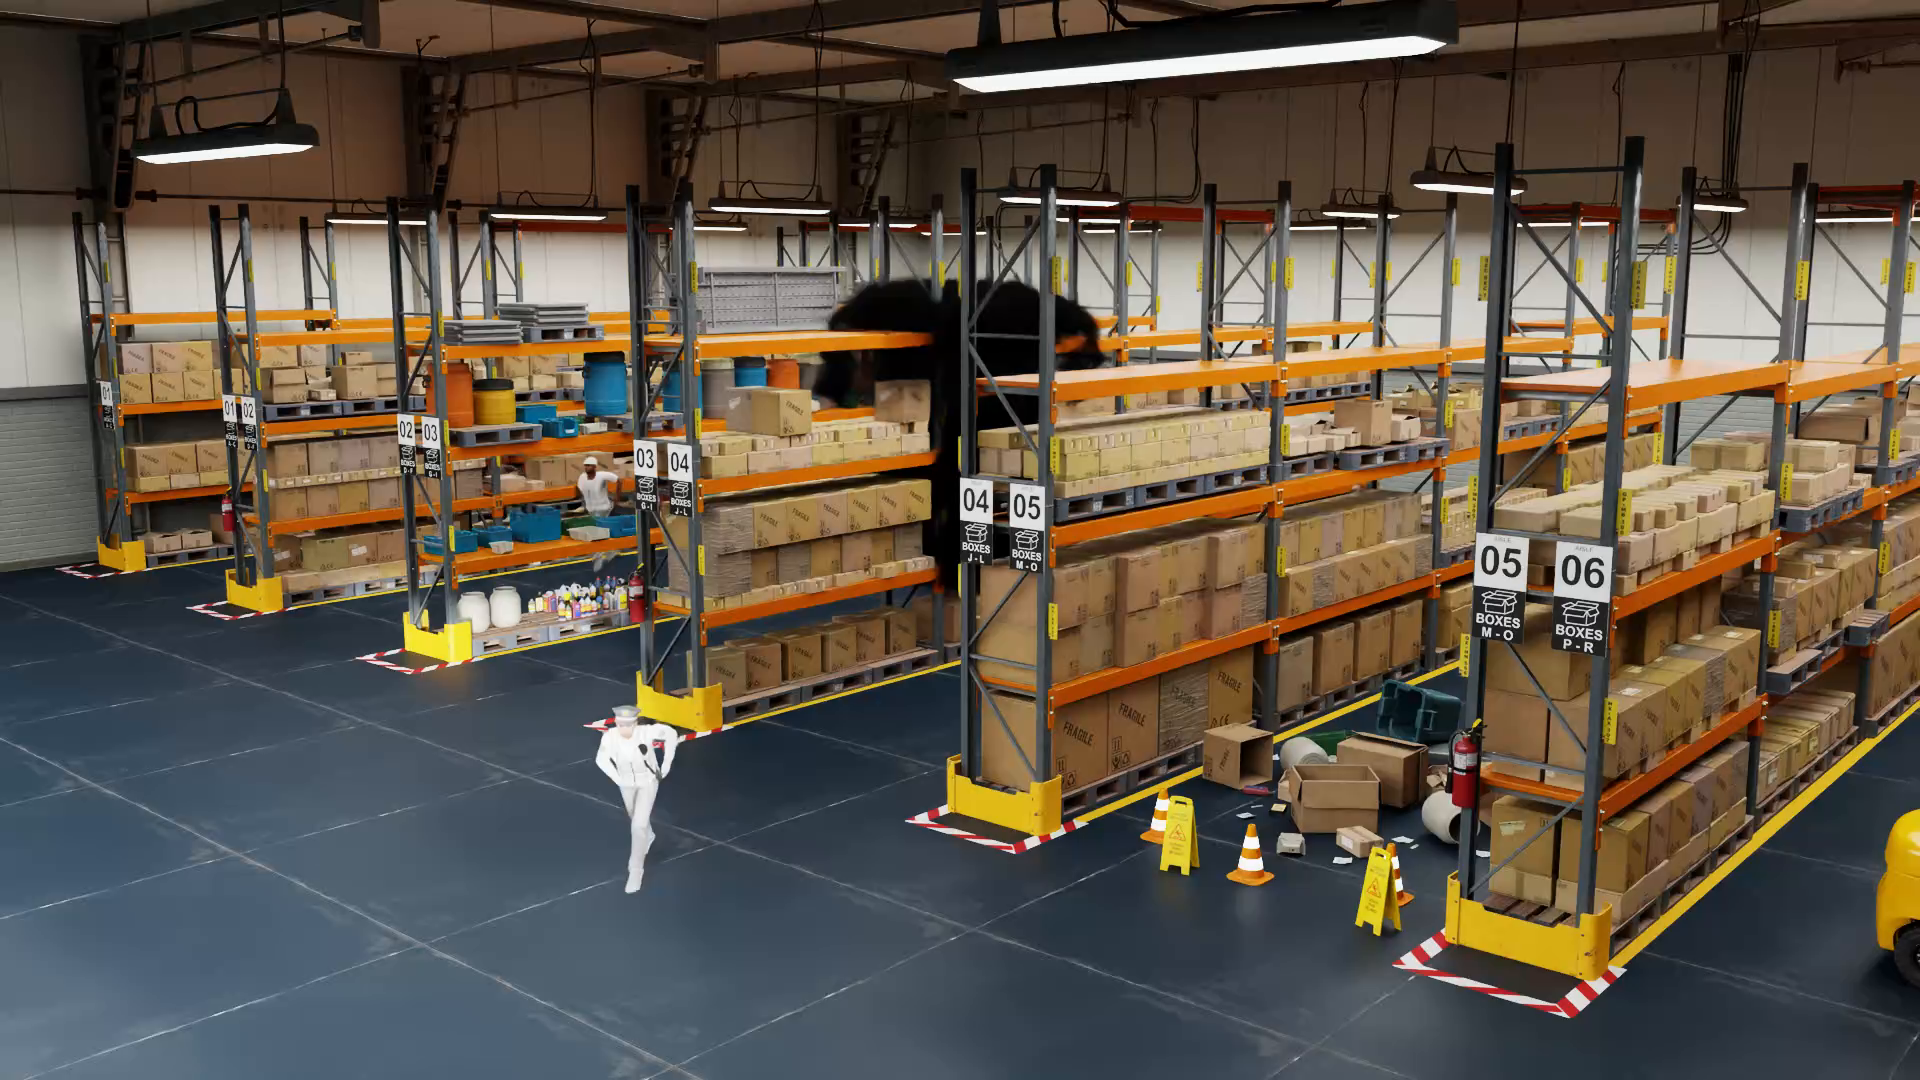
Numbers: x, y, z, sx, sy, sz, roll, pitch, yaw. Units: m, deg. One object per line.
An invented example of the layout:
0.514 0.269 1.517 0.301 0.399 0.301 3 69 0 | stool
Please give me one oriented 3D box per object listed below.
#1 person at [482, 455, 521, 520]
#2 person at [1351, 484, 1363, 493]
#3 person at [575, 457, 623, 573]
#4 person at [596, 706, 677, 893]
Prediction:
-8.314 -0.700 29.999 0.695 1.828 0.915 6 11 34 | person
6.219 -0.020 26.098 0.642 1.768 0.915 6 11 31 | person
-5.900 -0.429 27.074 0.662 1.882 0.802 6 11 33 | person
-2.707 2.102 14.087 0.657 1.620 0.960 0 9 0 | person
